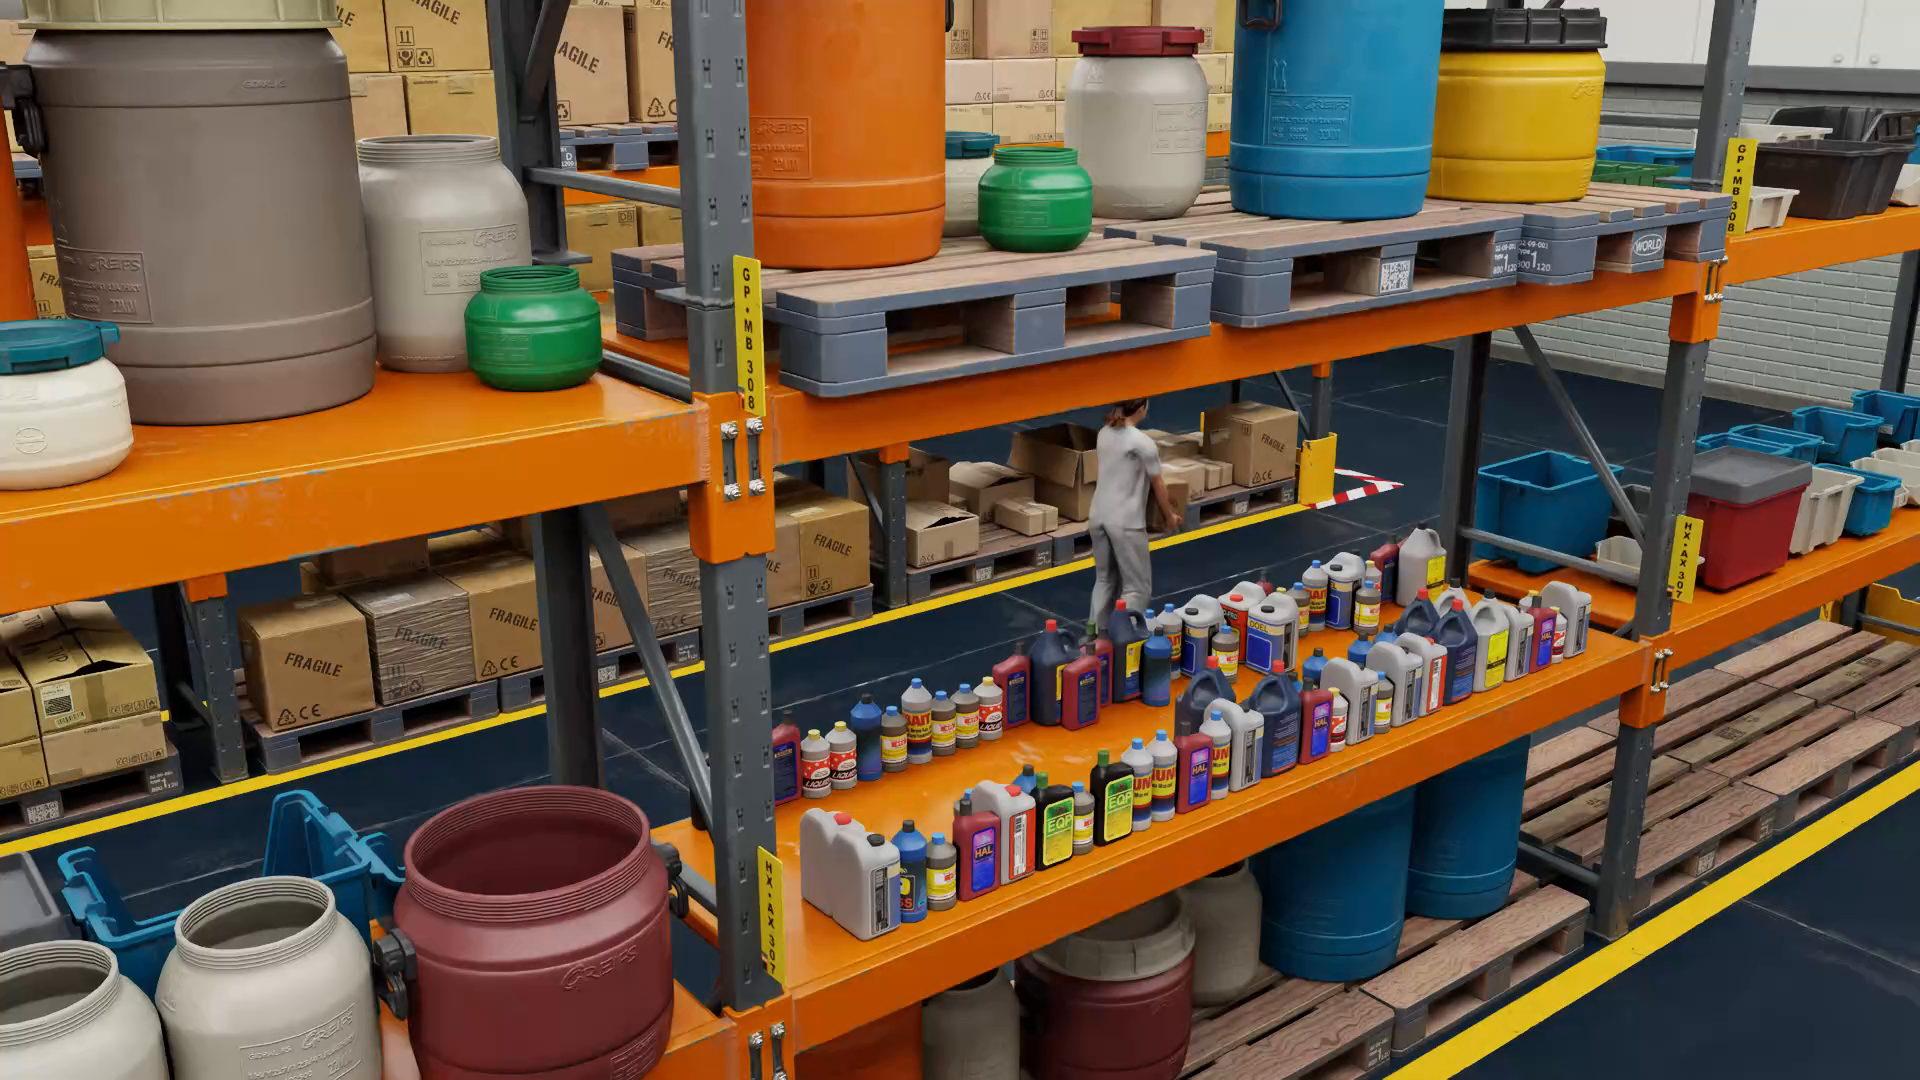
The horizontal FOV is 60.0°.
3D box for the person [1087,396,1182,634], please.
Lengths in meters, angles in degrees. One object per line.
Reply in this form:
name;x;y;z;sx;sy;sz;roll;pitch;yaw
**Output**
person;0.967;-0.096;9.381;0.514;1.664;0.410;-14;23;-37
